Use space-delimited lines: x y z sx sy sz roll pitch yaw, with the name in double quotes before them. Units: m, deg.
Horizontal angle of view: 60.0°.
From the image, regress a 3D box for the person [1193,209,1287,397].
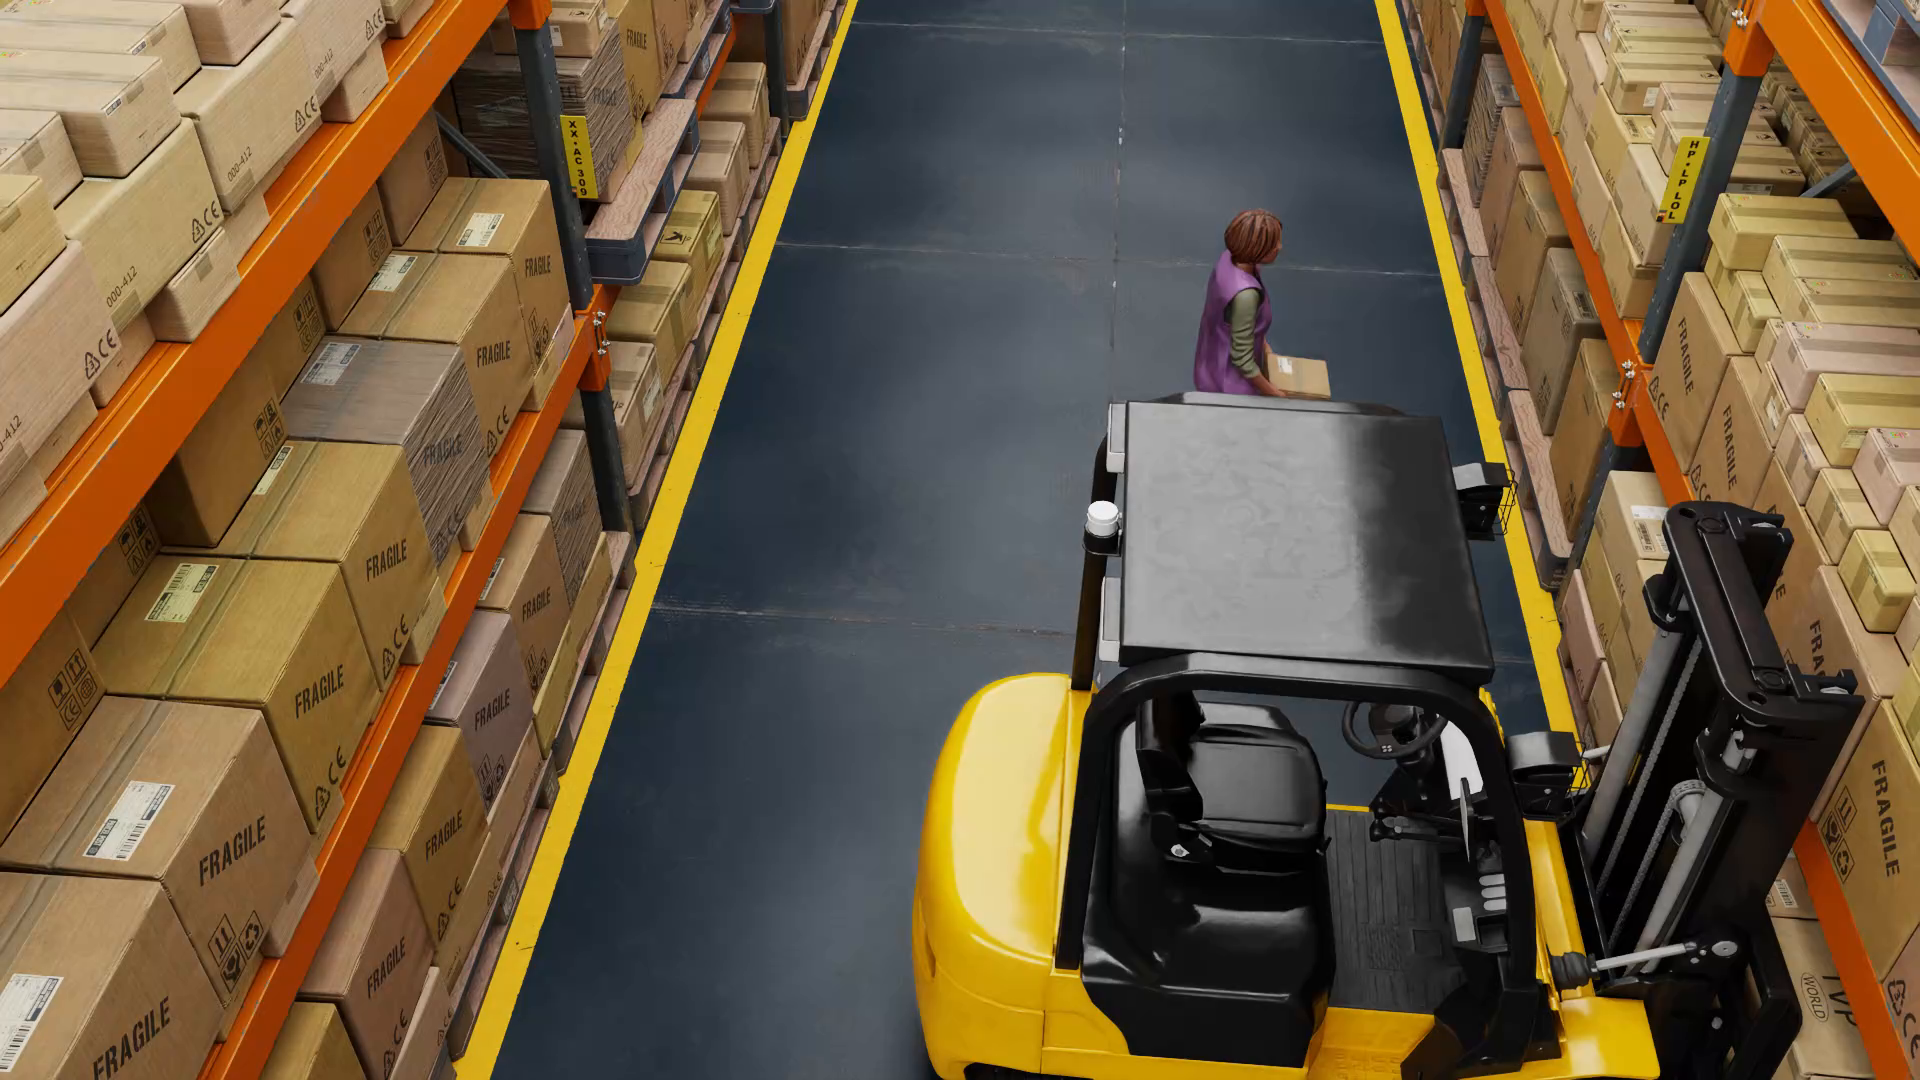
"person" 1.165 -0.655 6.921 0.384 1.602 0.444 3 41 3
